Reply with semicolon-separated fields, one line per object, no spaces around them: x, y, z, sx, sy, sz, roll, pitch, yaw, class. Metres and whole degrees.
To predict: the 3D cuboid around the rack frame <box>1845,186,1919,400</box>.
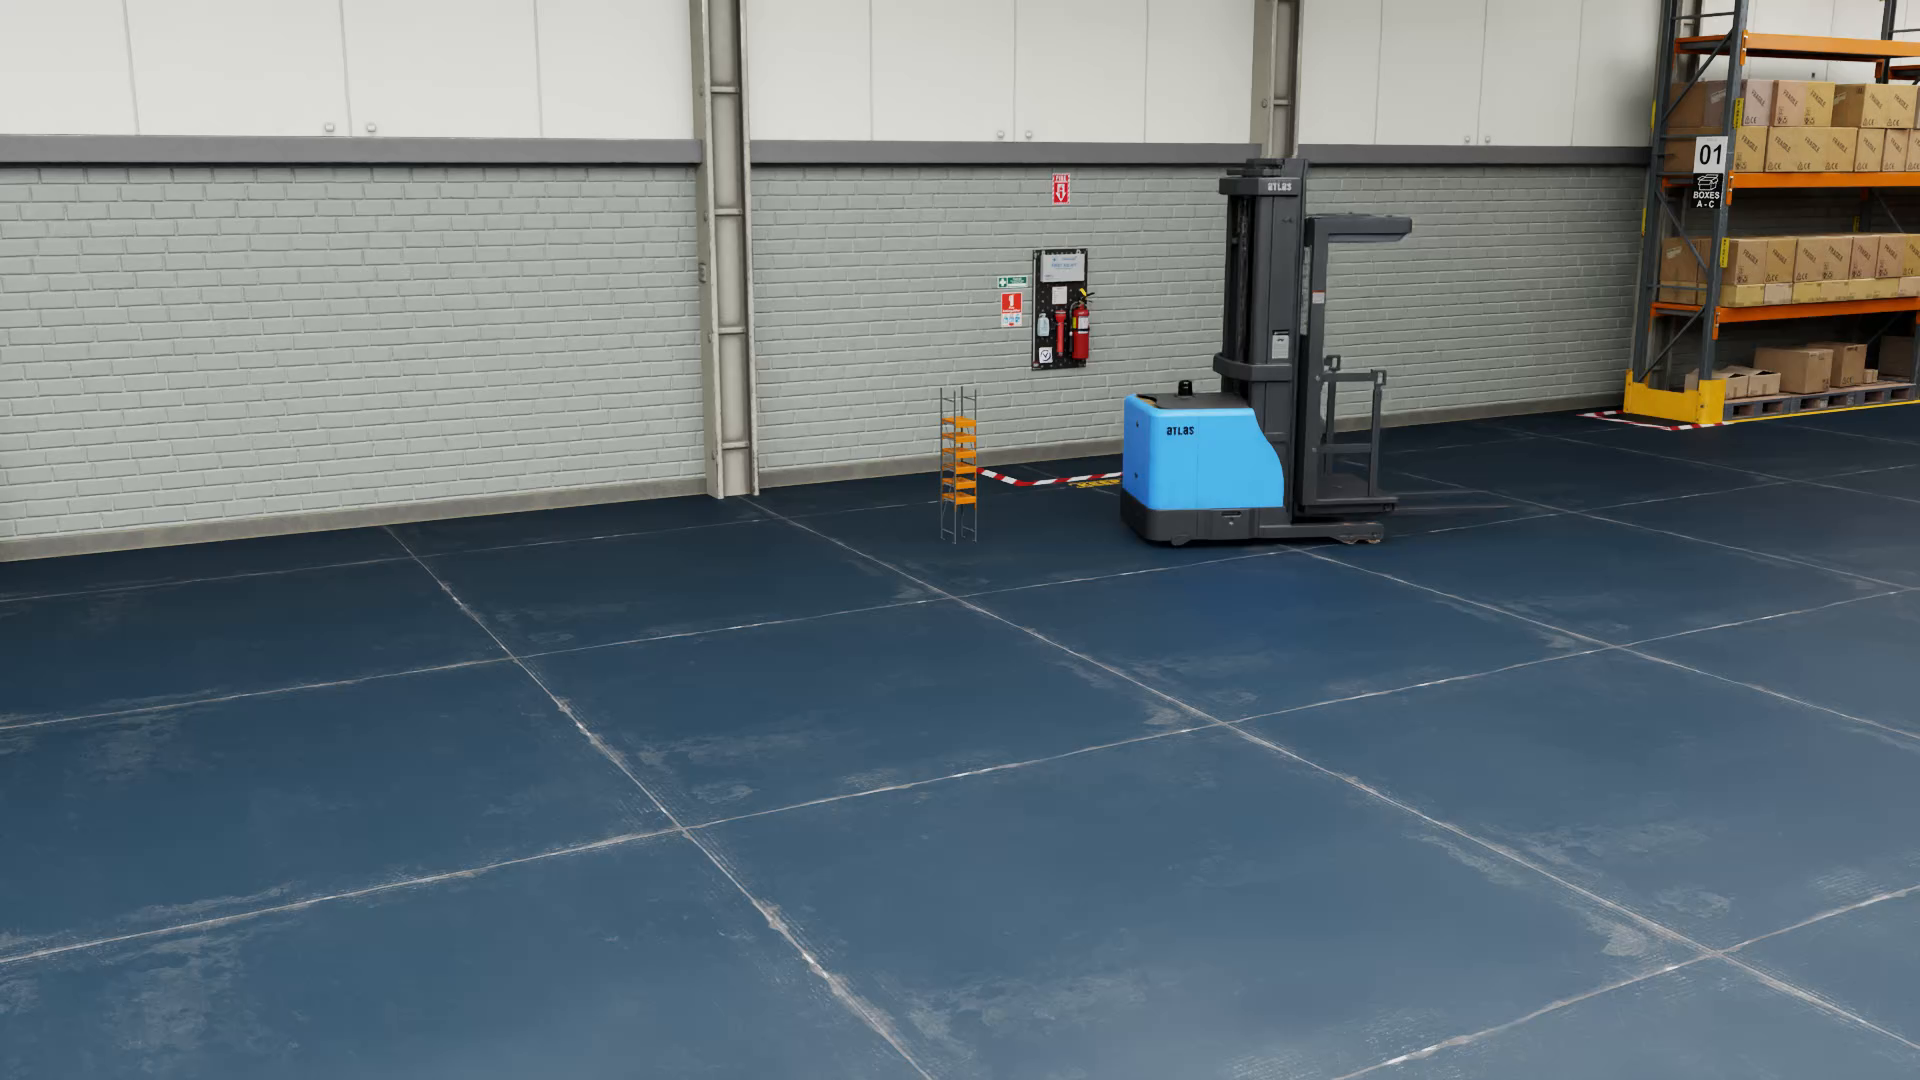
11.800;-3.321;21.034;0.127;3.000;1.000;-7;14;-28;rack frame

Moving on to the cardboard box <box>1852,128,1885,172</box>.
10.557;-4.626;19.727;0.500;0.500;0.500;-7;15;-30;cardboard box

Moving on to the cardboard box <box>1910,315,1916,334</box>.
12.823;-2.810;21.745;0.500;0.250;0.500;-7;15;-29;cardboard box

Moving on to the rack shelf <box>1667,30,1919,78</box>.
10.044;-5.685;19.520;4.000;0.370;1.077;-7;14;-28;rack shelf

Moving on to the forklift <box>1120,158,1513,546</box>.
2.875;-1.509;13.138;3.031;2.935;1.130;-2;13;-7;forklift

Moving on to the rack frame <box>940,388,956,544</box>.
-0.093;-0.574;12.928;0.006;1.200;0.240;-7;14;-28;rack frame

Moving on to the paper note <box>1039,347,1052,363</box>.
0.846;-1.822;16.378;0.142;0.148;0.016;-7;14;-28;paper note

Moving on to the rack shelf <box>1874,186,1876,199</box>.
13.555;-4.644;21.719;4.000;0.370;1.077;-7;14;-28;rack shelf

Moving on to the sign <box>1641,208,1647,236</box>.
8.040;-3.728;19.487;0.005;0.325;0.100;-7;14;-28;sign

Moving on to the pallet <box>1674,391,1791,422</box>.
9.085;-1.626;19.856;1.213;0.211;1.003;-7;14;-28;pallet

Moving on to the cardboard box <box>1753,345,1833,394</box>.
10.107;-2.078;20.204;0.500;0.500;0.700;-8;15;-31;cardboard box

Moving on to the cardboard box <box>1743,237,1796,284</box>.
9.290;-3.245;19.285;0.500;0.500;0.500;-7;14;-28;cardboard box

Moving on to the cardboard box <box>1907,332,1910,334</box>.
12.867;-2.461;21.903;0.500;0.500;0.700;-7;15;-29;cardboard box

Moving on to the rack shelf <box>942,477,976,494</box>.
-0.013;-0.423;13.007;0.180;0.103;0.258;-7;14;-28;rack shelf

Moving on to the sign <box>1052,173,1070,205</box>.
0.980;-3.406;16.132;0.199;0.298;0.001;-7;14;-28;sign

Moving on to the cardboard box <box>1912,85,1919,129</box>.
11.490;-5.226;20.116;0.500;0.500;0.500;-8;15;-33;cardboard box

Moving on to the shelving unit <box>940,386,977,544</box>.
-0.013;-0.584;12.971;0.189;1.200;0.258;-7;14;-28;shelving unit

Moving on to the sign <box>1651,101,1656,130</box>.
8.040;-4.905;19.223;0.005;0.325;0.100;-7;14;-28;sign

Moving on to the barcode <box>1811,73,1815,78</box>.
10.374;-5.648;20.215;0.075;0.075;0.001;-7;14;-28;barcode

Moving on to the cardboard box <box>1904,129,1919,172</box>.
11.473;-4.742;20.243;0.500;0.500;0.500;-6;14;-26;cardboard box

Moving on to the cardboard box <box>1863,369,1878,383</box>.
11.344;-2.091;21.021;0.250;0.166;0.380;-9;16;-35;cardboard box

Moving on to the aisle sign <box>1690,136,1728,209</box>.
8.369;-4.103;18.588;0.004;0.787;0.394;-7;14;-28;aisle sign

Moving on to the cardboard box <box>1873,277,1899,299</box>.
11.088;-3.099;20.342;0.500;0.250;0.500;-7;14;-28;cardboard box

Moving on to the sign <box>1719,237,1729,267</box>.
8.549;-3.218;18.605;0.005;0.325;0.100;-7;14;-28;sign

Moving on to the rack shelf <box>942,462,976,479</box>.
-0.013;-0.540;12.980;0.180;0.103;0.258;-7;14;-28;rack shelf

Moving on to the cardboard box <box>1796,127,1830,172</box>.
9.644;-4.514;19.231;0.500;0.500;0.500;-6;14;-25;cardboard box

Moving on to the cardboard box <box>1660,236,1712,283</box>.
8.601;-3.293;19.499;0.500;0.500;0.500;-7;14;-28;cardboard box

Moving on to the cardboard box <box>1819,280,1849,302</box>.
10.213;-2.990;19.857;0.500;0.250;0.500;-7;14;-27;cardboard box

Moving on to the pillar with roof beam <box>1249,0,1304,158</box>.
5.285;-4.607;13.083;0.400;9.000;9.100;-7;14;-28;pillar with roof beam

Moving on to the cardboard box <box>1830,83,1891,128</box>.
10.560;-5.109;19.597;0.500;0.500;0.500;-7;15;-30;cardboard box

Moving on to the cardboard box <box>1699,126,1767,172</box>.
8.702;-4.409;18.764;0.500;0.500;0.500;-6;14;-26;cardboard box

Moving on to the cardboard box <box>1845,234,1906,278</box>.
11.097;-3.461;20.242;0.500;0.500;0.500;-7;14;-28;cardboard box

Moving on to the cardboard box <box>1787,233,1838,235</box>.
10.391;-3.509;20.459;0.500;0.500;0.500;-6;14;-26;cardboard box

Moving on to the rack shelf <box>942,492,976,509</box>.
-0.013;-0.306;13.033;0.180;0.103;0.258;-7;14;-28;rack shelf

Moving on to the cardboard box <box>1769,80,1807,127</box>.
9.208;-4.947;18.875;0.500;0.500;0.500;-7;14;-29;cardboard box

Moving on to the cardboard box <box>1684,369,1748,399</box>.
8.939;-1.859;19.658;0.500;0.311;0.500;-9;15;-34;cardboard box

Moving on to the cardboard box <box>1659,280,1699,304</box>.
8.606;-2.923;19.563;0.500;0.250;0.500;-7;14;-27;cardboard box

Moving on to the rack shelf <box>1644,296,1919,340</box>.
10.044;-2.760;20.178;4.000;0.370;1.077;-7;14;-28;rack shelf

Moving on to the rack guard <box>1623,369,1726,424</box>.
8.355;-1.689;19.474;0.348;0.500;1.175;-7;14;-28;rack guard

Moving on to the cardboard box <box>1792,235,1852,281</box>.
10.194;-3.355;19.772;0.500;0.500;0.500;-6;14;-26;cardboard box

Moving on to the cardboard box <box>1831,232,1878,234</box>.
11.287;-3.614;20.925;0.500;0.500;0.500;-7;15;-29;cardboard box

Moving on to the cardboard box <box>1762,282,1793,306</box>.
9.318;-2.884;19.390;0.500;0.250;0.500;-7;15;-30;cardboard box

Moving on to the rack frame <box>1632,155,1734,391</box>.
8.289;-2.900;19.164;0.127;3.000;1.000;-7;14;-28;rack frame

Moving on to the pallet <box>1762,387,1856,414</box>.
10.155;-1.754;20.422;1.213;0.211;1.003;-7;14;-28;pallet

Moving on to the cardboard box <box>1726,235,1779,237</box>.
9.499;-3.400;19.971;0.500;0.500;0.500;-7;15;-29;cardboard box
